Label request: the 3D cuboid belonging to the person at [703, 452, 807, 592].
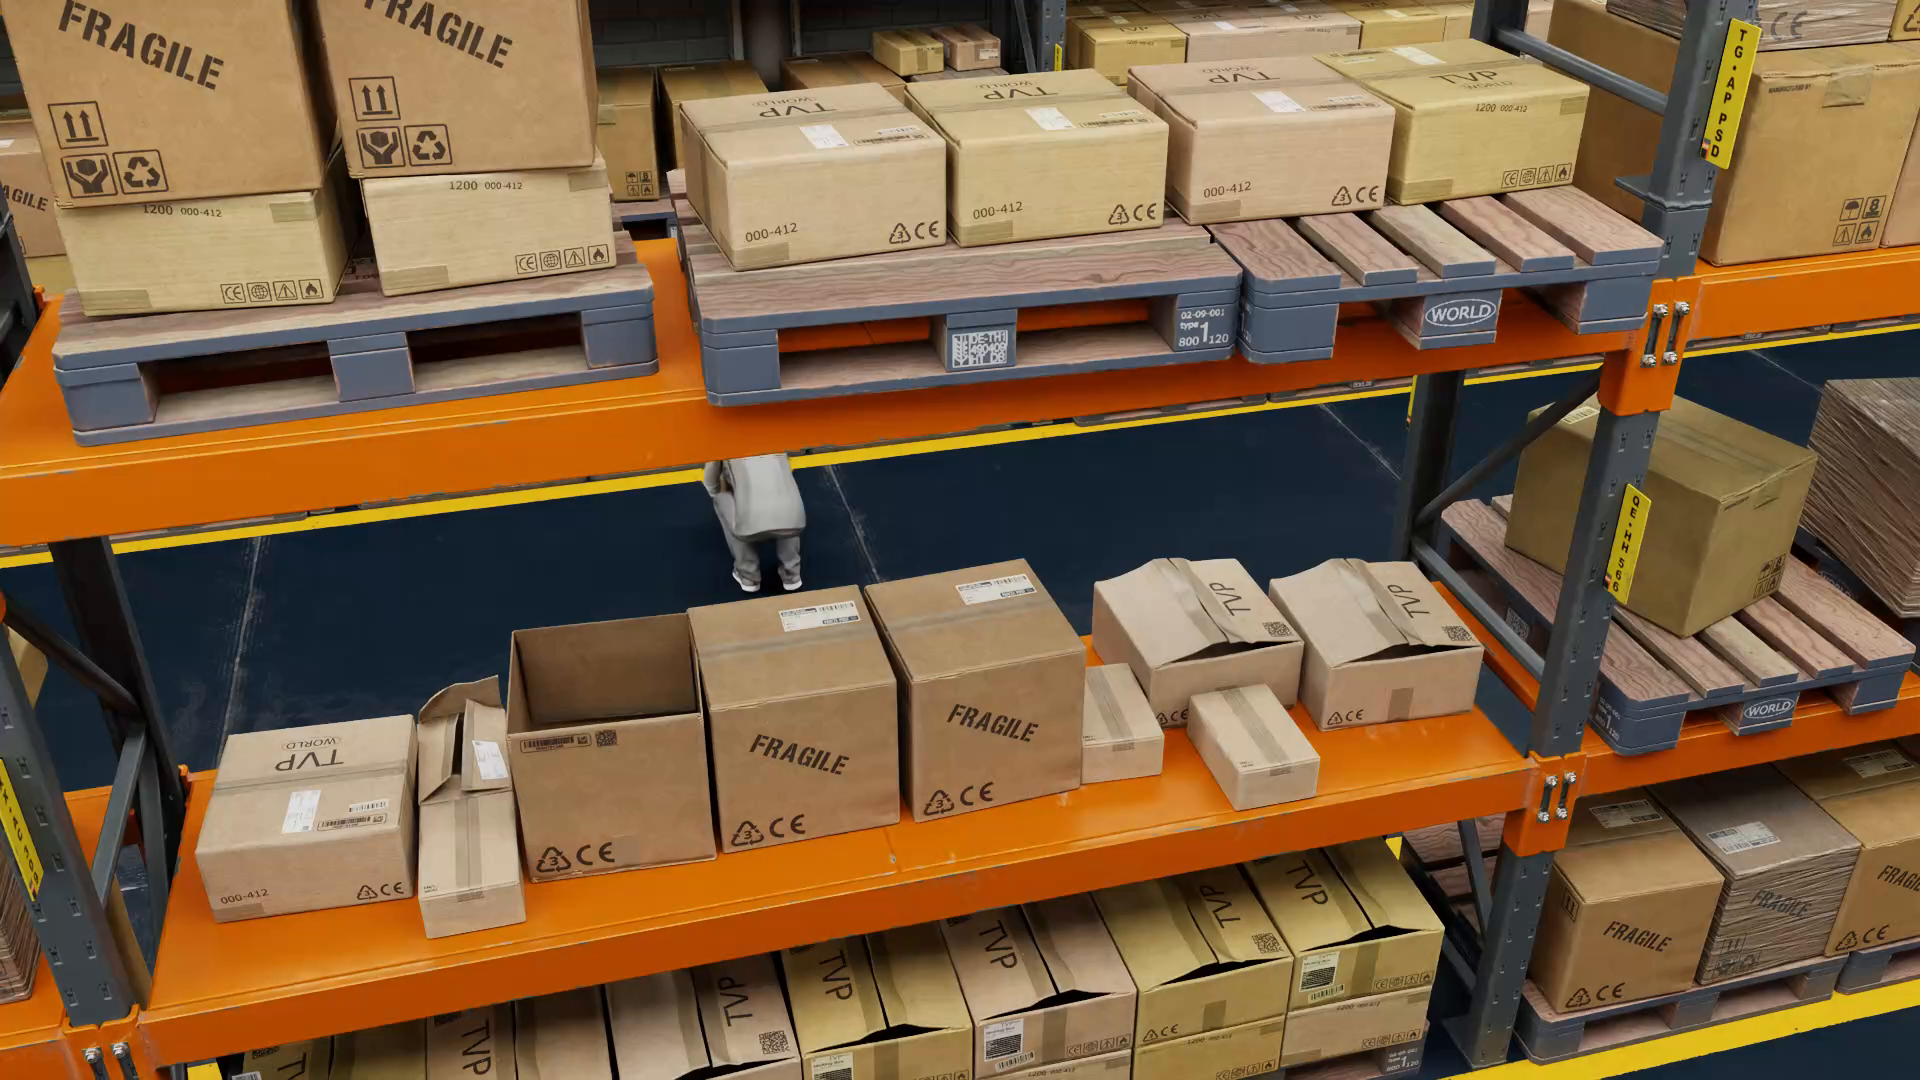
[{"bbox_3d":[-0.997,-0.222,8.093,0.447,0.890,0.807,-8,32,-13],"label":"person"}]
